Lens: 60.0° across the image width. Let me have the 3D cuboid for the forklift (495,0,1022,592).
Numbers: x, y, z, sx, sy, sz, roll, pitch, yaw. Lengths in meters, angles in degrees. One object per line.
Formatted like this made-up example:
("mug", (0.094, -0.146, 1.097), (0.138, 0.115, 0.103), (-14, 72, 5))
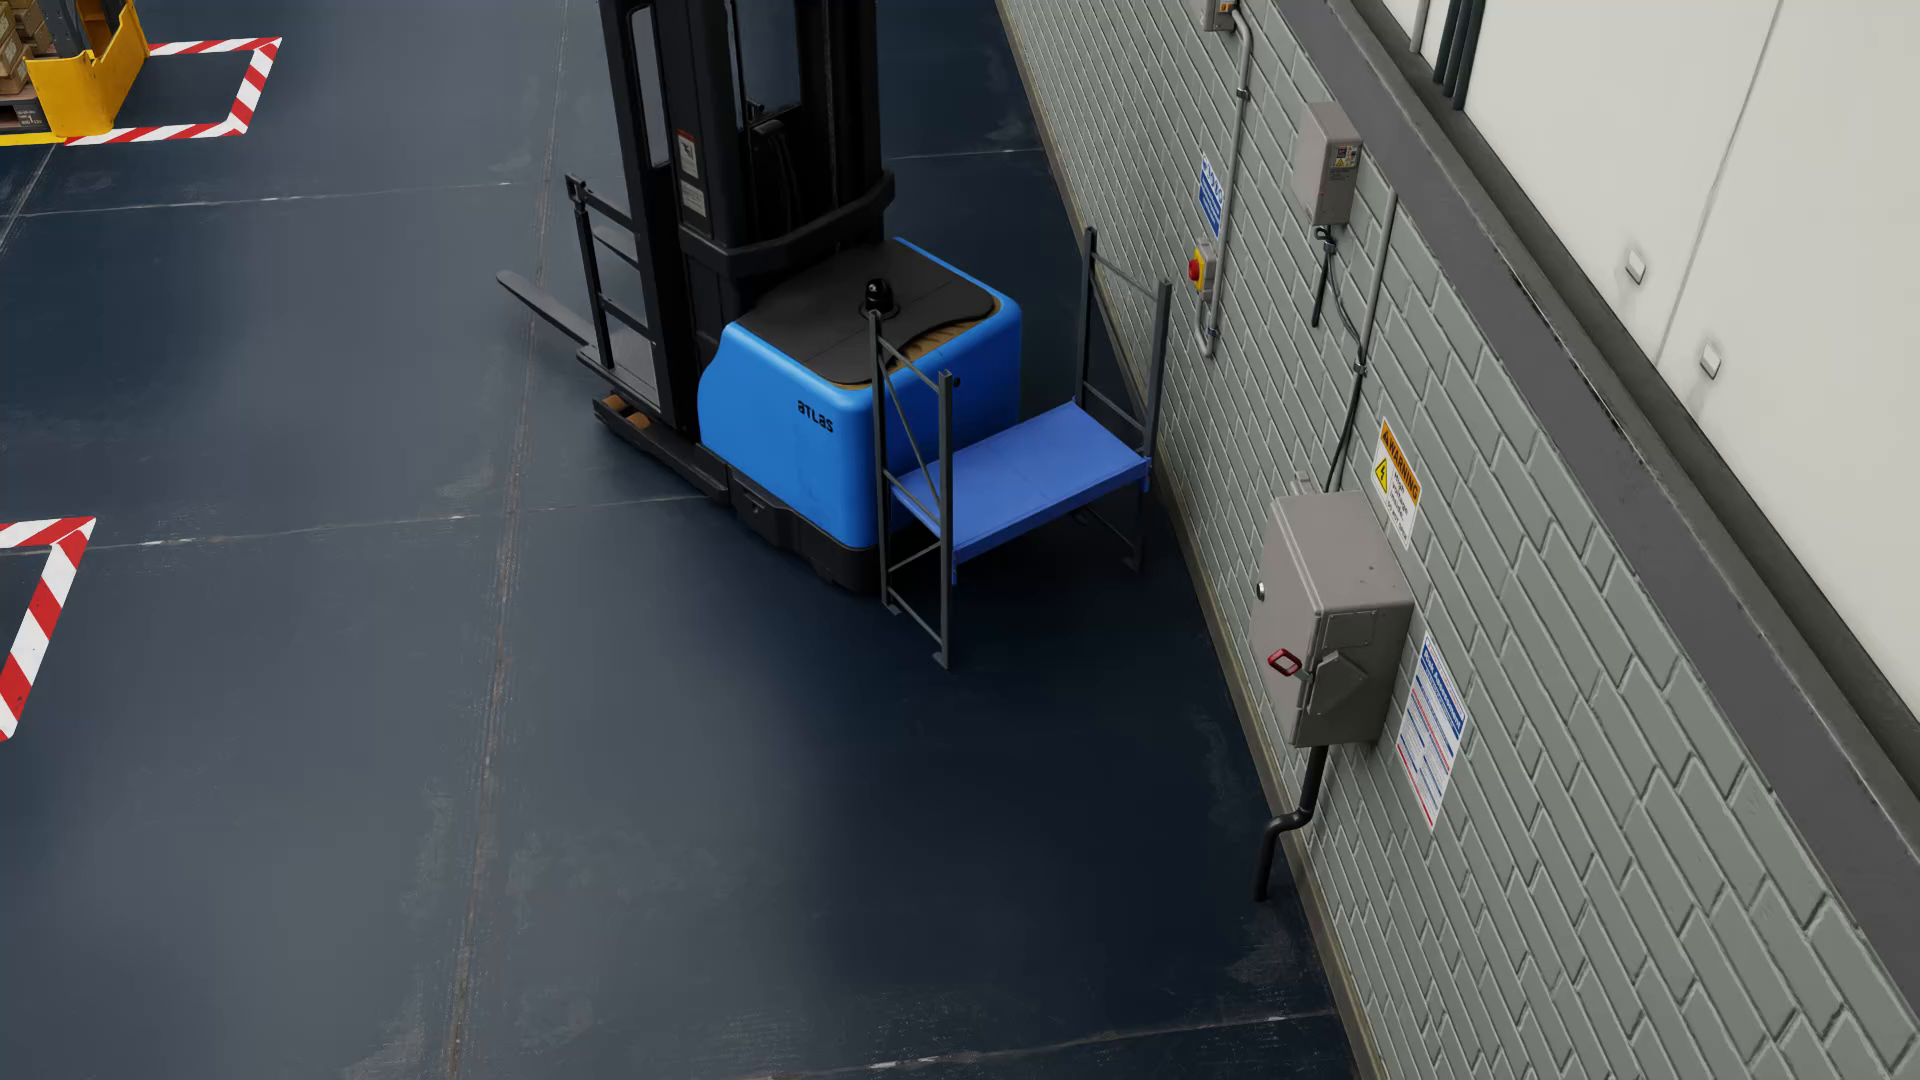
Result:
("forklift", (-1.120, -1.749, 7.212), (1.130, 2.935, 3.031), (-34, 52, -32))

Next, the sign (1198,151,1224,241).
("sign", (0.982, -1.349, 6.516), (0.001, 0.218, 0.327), (-5, 42, -6))

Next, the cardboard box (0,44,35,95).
("cardboard box", (-5.897, -2.898, 10.250), (0.250, 0.149, 0.380), (-4, 42, -5))

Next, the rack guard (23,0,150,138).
("rack guard", (-5.478, -3.050, 10.470), (0.348, 0.500, 1.175), (-5, 42, -6))

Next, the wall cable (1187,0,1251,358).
("wall cable", (0.928, -1.601, 6.214), (0.123, 1.953, 0.585), (-5, 42, -6))

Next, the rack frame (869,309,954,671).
("rack frame", (-0.183, -0.158, 6.517), (0.032, 1.500, 0.500), (-25, 48, -25))

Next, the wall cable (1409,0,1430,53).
("wall cable", (1.038, -3.116, 4.196), (0.029, 3.000, 2.355), (-5, 42, -6))

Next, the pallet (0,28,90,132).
("pallet", (-6.288, -2.896, 10.514), (1.213, 0.211, 1.003), (-5, 42, -6))

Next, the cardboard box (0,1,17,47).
("cardboard box", (-5.895, -3.089, 10.017), (0.250, 0.149, 0.380), (-5, 42, -5))

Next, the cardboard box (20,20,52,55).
("cardboard box", (-5.964, -3.250, 10.639), (0.250, 0.149, 0.380), (-4, 42, -5))

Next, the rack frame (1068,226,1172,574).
("rack frame", (0.650, -0.549, 6.950), (0.032, 1.500, 0.500), (-25, 48, -25))

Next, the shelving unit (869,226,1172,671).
("shelving unit", (0.234, -0.354, 6.733), (1.048, 1.500, 0.538), (-25, 48, -25))

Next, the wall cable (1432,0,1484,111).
("wall cable", (1.362, -1.276, 2.129), (0.133, 3.039, 2.988), (-5, 42, -6))

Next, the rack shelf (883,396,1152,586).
("rack shelf", (0.234, -0.220, 6.854), (1.000, 0.185, 0.538), (-25, 48, -25))

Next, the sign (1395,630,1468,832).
("sign", (1.325, 0.541, 4.692), (0.001, 0.494, 0.329), (-5, 42, -6))

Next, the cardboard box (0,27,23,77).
("cardboard box", (-5.889, -2.958, 10.093), (0.250, 0.149, 0.380), (-6, 42, -7))

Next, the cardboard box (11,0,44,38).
("cardboard box", (-5.955, -3.318, 10.493), (0.250, 0.149, 0.380), (-3, 42, -4))

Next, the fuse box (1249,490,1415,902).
("fuse box", (1.055, 0.674, 5.436), (0.414, 1.711, 0.539), (-5, 42, -6))

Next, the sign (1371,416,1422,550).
("sign", (1.253, -0.165, 4.788), (0.001, 0.242, 0.339), (-5, 42, -6))

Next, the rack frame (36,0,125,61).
("rack frame", (-5.402, -3.985, 9.640), (0.127, 3.000, 1.000), (-5, 42, -6))

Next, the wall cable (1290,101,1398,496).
("wall cable", (1.123, -0.648, 5.181), (0.122, 1.984, 0.588), (-5, 42, -6))

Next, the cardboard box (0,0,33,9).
("cardboard box", (-5.966, -3.484, 10.454), (0.250, 0.149, 0.380), (-7, 42, -7))
